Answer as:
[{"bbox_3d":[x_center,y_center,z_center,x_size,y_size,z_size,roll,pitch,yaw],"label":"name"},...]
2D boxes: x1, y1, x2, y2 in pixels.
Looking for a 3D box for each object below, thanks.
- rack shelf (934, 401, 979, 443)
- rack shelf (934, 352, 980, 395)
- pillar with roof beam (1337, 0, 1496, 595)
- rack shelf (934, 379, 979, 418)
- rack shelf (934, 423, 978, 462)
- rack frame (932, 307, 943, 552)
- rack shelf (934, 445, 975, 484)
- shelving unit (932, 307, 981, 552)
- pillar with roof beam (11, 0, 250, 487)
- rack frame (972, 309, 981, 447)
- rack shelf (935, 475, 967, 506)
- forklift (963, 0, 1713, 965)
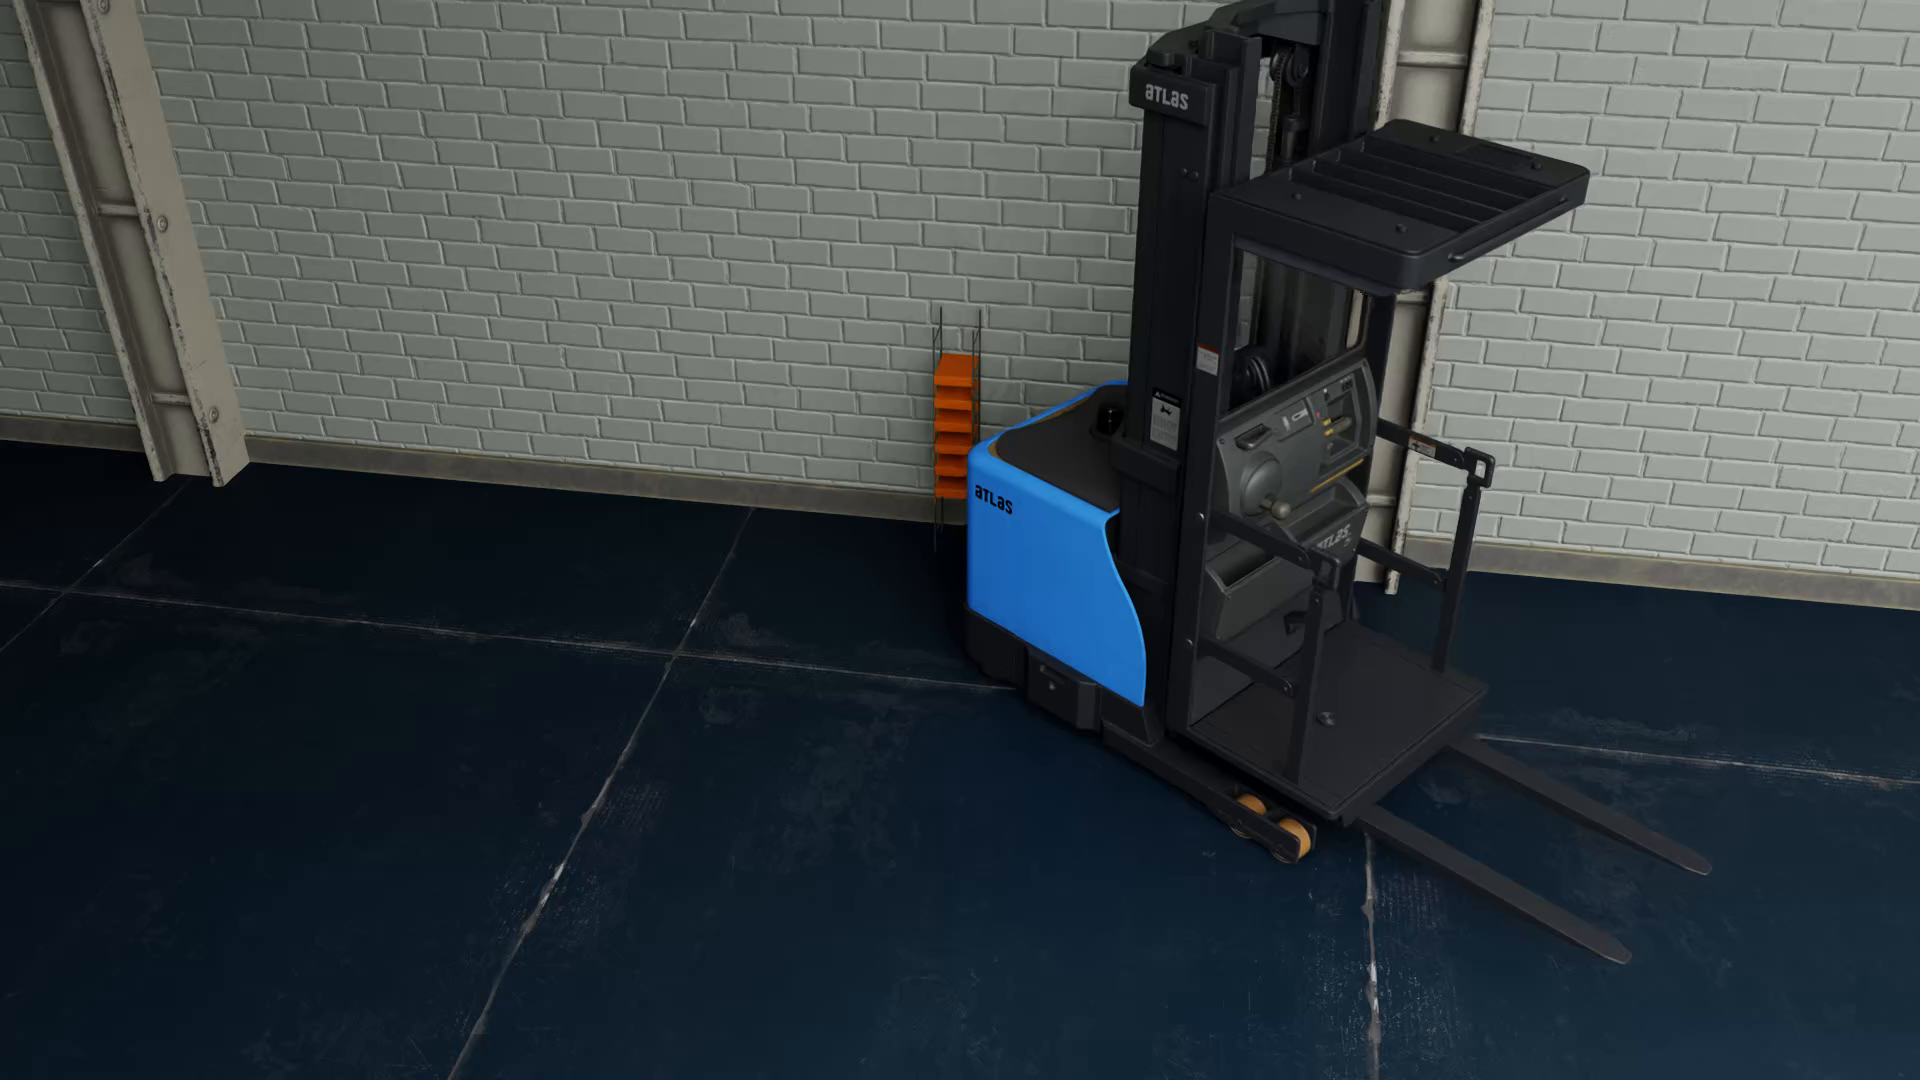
[{"bbox_3d":[-0.014,-0.569,7.886,0.180,0.103,0.258,5,32,7],"label":"rack shelf"},{"bbox_3d":[-0.014,-0.772,7.758,0.180,0.103,0.258,5,32,7],"label":"rack shelf"},{"bbox_3d":[1.164,-1.403,2.010,0.400,9.000,9.100,5,32,8],"label":"pillar with roof beam"},{"bbox_3d":[-0.014,-0.671,7.822,0.180,0.103,0.258,5,32,7],"label":"rack shelf"},{"bbox_3d":[-0.014,-0.467,7.949,0.180,0.103,0.258,5,32,7],"label":"rack shelf"},{"bbox_3d":[-0.104,-0.512,7.937,0.006,1.200,0.240,5,32,7],"label":"rack frame"},{"bbox_3d":[-0.014,-0.365,8.013,0.180,0.103,0.258,5,32,7],"label":"rack shelf"},{"bbox_3d":[-0.014,-0.505,7.926,0.189,1.200,0.258,5,32,7],"label":"shelving unit"},{"bbox_3d":[-4.750,-1.939,2.866,0.400,9.000,9.100,5,32,8],"label":"pillar with roof beam"},{"bbox_3d":[0.077,-0.498,7.914,0.006,1.200,0.240,5,32,7],"label":"rack frame"},{"bbox_3d":[-0.014,-0.264,8.077,0.180,0.103,0.258,5,32,7],"label":"rack shelf"},{"bbox_3d":[1.402,-0.331,6.017,1.130,2.935,3.031,-27,41,-36],"label":"forklift"}]
